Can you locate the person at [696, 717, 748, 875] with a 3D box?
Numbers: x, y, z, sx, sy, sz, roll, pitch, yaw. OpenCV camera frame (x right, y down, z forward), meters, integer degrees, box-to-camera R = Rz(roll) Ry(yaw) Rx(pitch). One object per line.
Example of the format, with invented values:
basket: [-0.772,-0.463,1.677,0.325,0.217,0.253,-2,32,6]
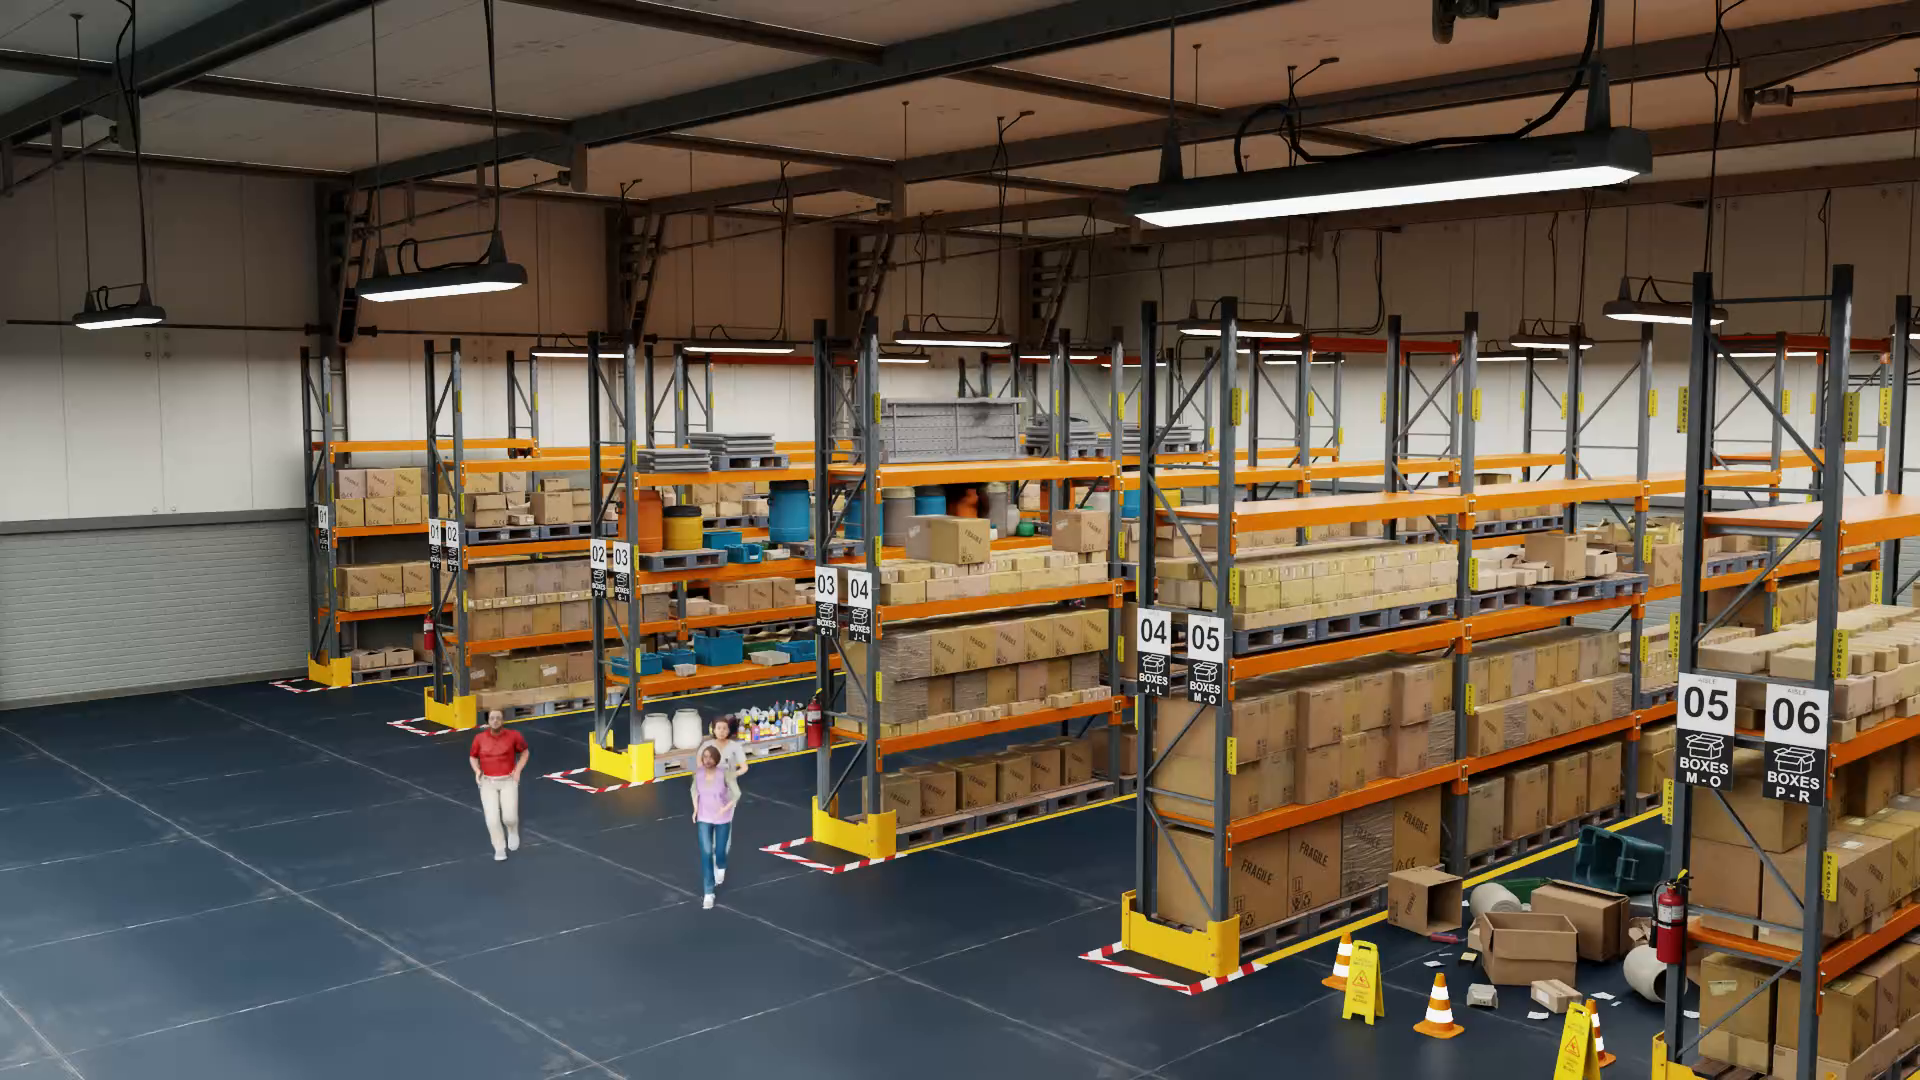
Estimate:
person: [-2.564,2.730,17.903,0.564,1.668,0.831,0,5,-5]

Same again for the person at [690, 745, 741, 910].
person: [-2.494,2.875,16.995,0.534,1.619,0.763,0,5,1]

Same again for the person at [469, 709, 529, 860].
person: [-5.110,2.704,18.424,0.640,1.679,0.574,-1,5,-9]
